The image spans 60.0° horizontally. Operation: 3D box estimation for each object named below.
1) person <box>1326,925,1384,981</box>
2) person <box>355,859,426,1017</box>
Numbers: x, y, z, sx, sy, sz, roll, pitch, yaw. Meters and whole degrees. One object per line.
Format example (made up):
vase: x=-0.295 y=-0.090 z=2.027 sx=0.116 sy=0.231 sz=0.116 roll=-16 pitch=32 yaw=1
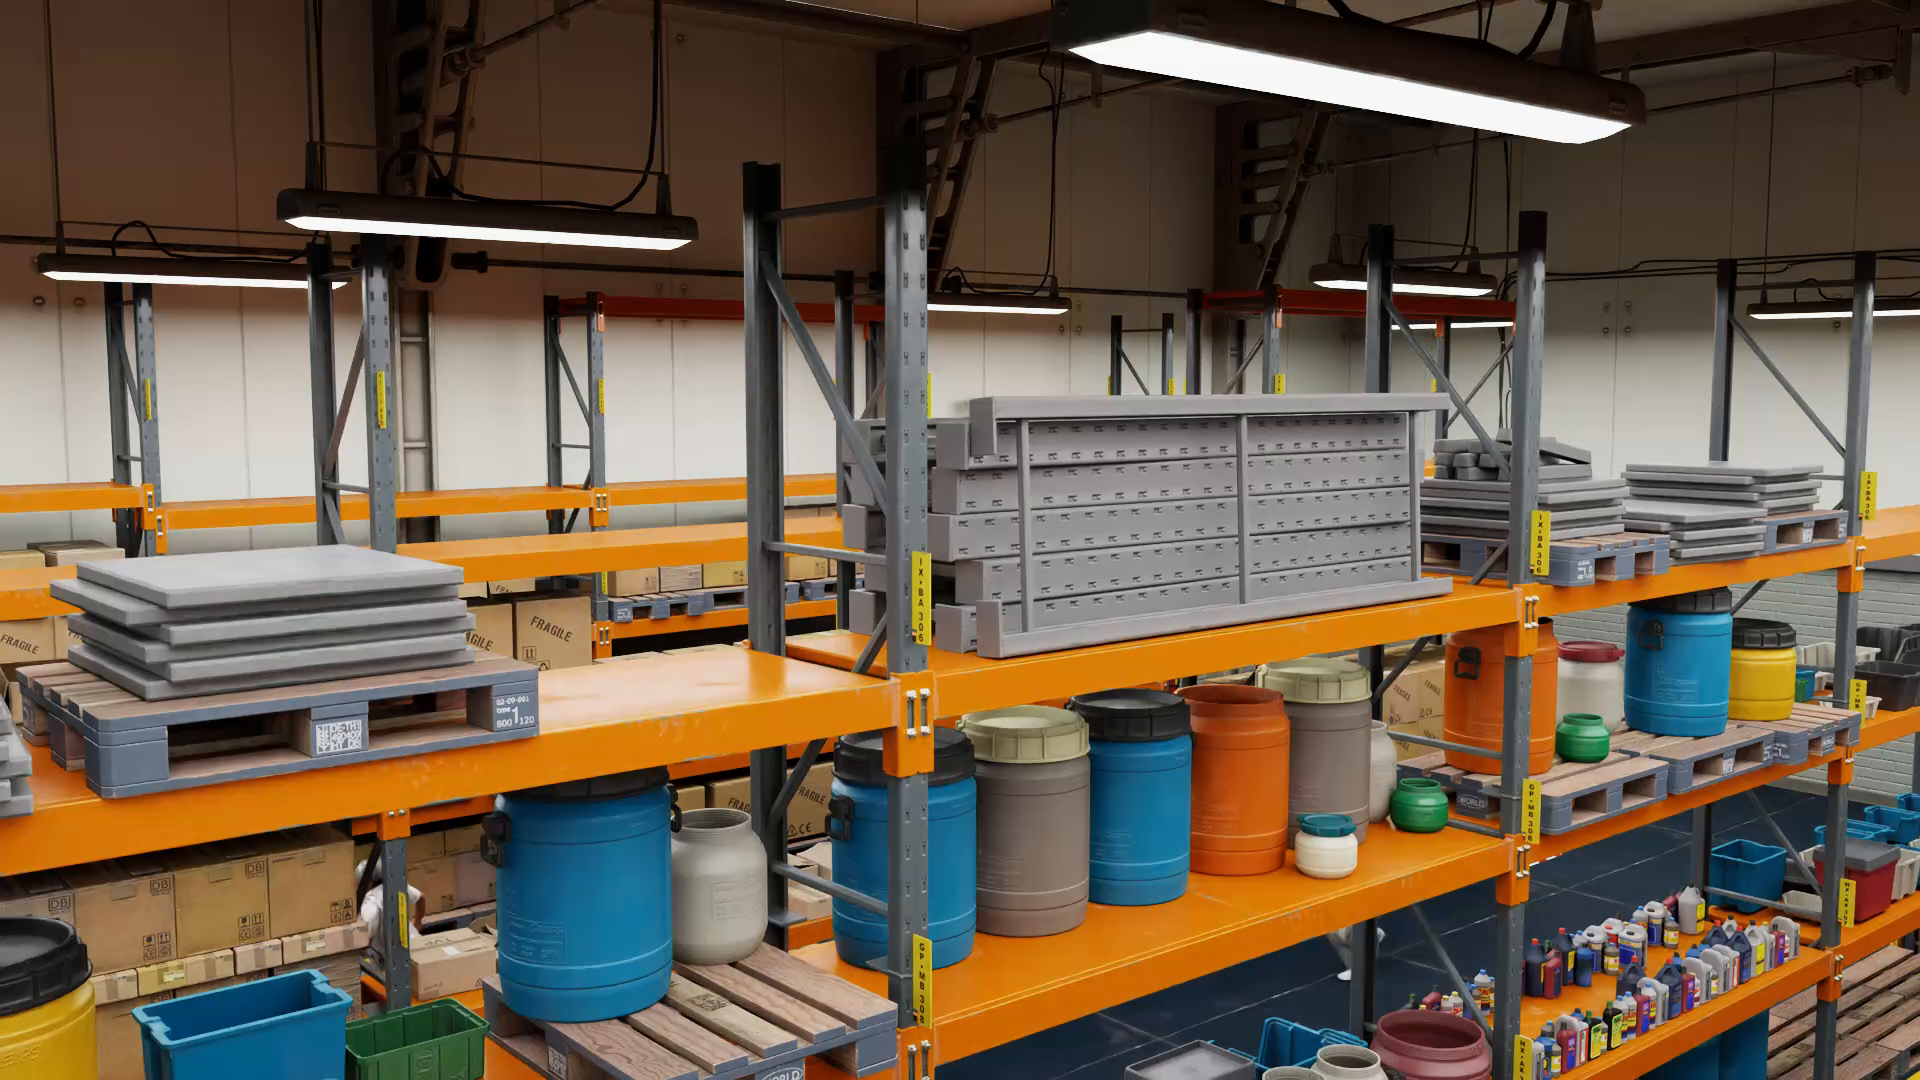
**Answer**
person: x=3.336 y=3.054 z=14.230 sx=0.758 sy=1.508 sz=0.581 roll=-4 pitch=7 yaw=-33
person: x=-4.304 y=3.155 z=12.595 sx=0.683 sy=1.584 sz=0.734 roll=-1 pitch=6 yaw=-14
